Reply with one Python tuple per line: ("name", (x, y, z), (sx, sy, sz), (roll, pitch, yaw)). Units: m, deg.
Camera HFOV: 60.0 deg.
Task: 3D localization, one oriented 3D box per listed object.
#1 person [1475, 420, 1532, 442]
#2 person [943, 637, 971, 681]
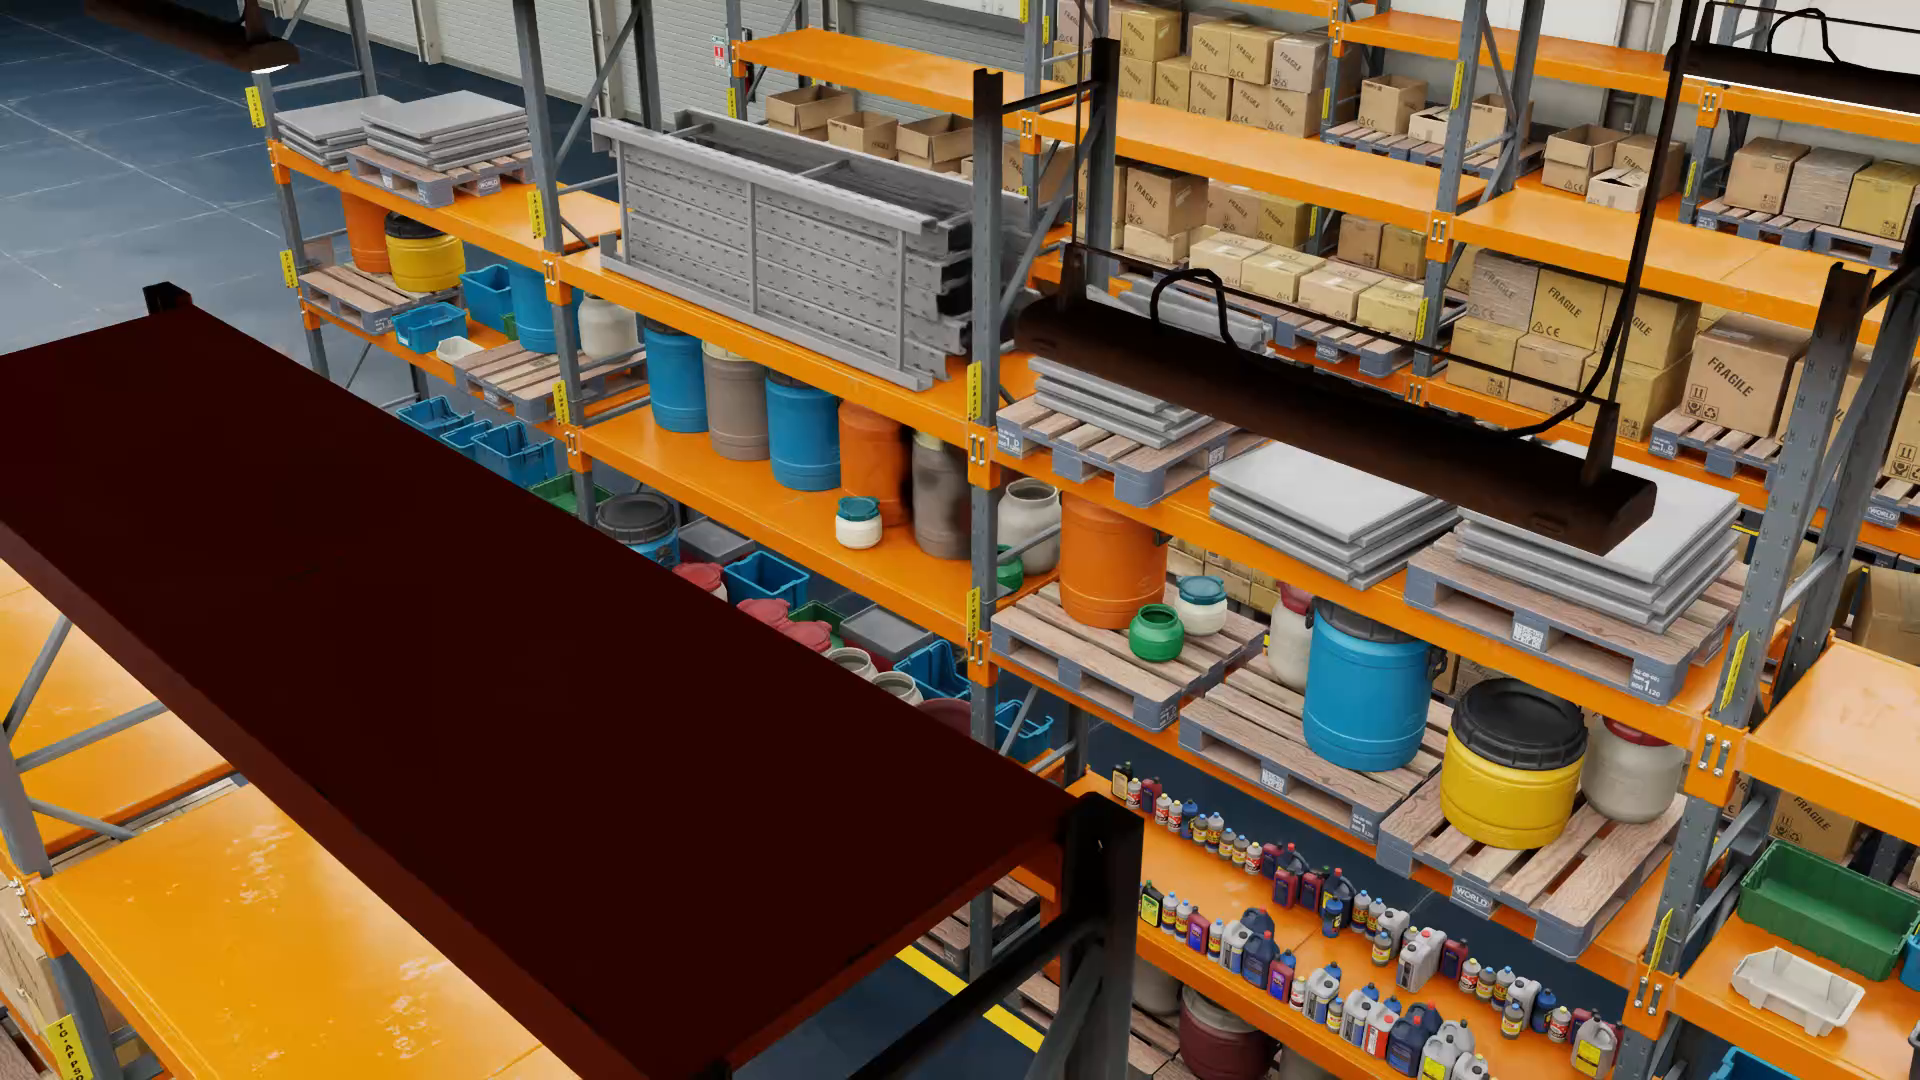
("person", (5.357, -1.030, 16.434), (0.859, 1.601, 0.694), (11, 31, 19))
("person", (-0.081, 0.467, 13.913), (0.773, 1.558, 0.555), (1, 29, 1))
